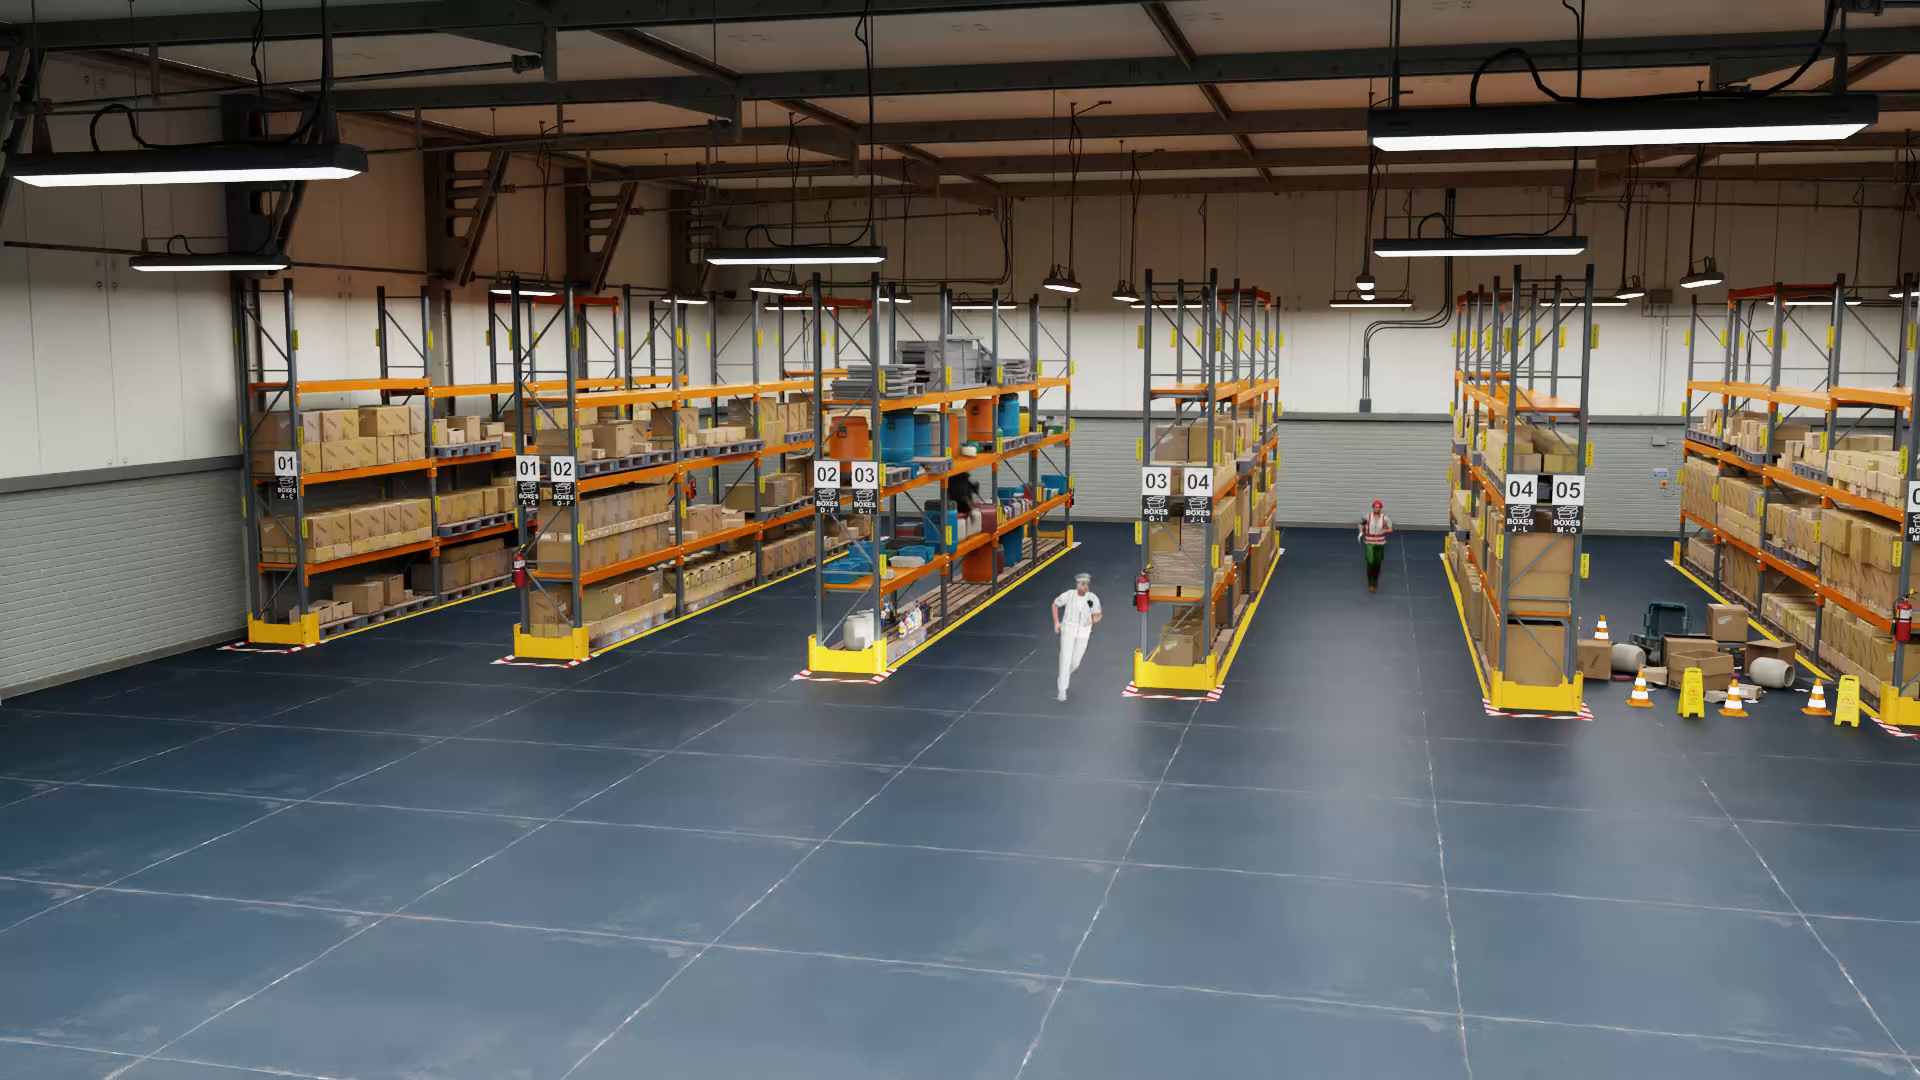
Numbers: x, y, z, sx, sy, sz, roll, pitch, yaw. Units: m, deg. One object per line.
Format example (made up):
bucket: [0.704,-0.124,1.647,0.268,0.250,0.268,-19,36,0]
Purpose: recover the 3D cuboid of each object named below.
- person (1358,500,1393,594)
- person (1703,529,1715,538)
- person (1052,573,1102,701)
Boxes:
person: [8.314,0.111,33.296,0.662,1.834,0.776,1,7,6]
person: [17.306,-0.367,38.173,0.582,1.612,0.815,4,8,30]
person: [1.662,1.337,23.560,0.697,1.770,0.873,-1,7,-5]
